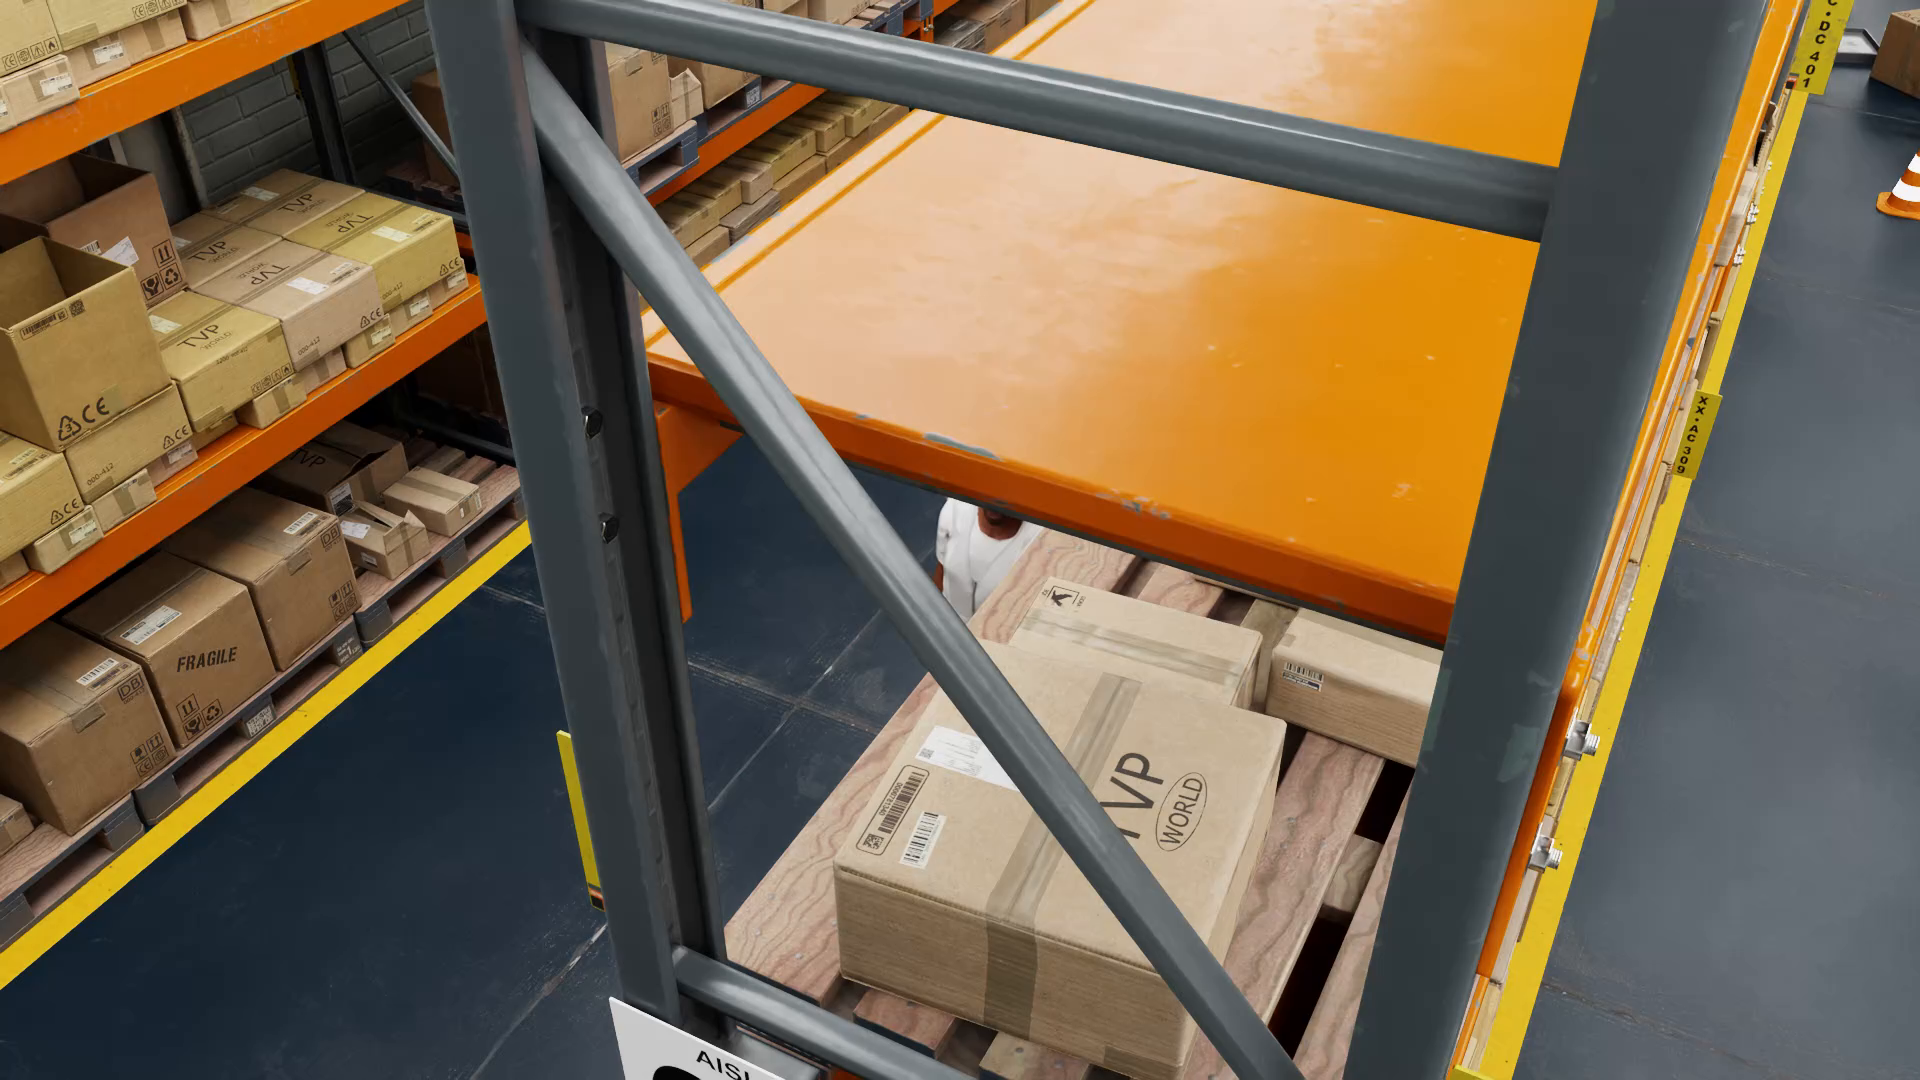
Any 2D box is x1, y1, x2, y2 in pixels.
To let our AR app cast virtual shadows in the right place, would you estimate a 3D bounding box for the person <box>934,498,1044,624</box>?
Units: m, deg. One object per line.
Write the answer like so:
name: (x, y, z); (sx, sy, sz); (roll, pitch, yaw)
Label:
person: (0.144, 0.376, 6.247); (0.563, 1.762, 0.355); (19, 41, 22)
